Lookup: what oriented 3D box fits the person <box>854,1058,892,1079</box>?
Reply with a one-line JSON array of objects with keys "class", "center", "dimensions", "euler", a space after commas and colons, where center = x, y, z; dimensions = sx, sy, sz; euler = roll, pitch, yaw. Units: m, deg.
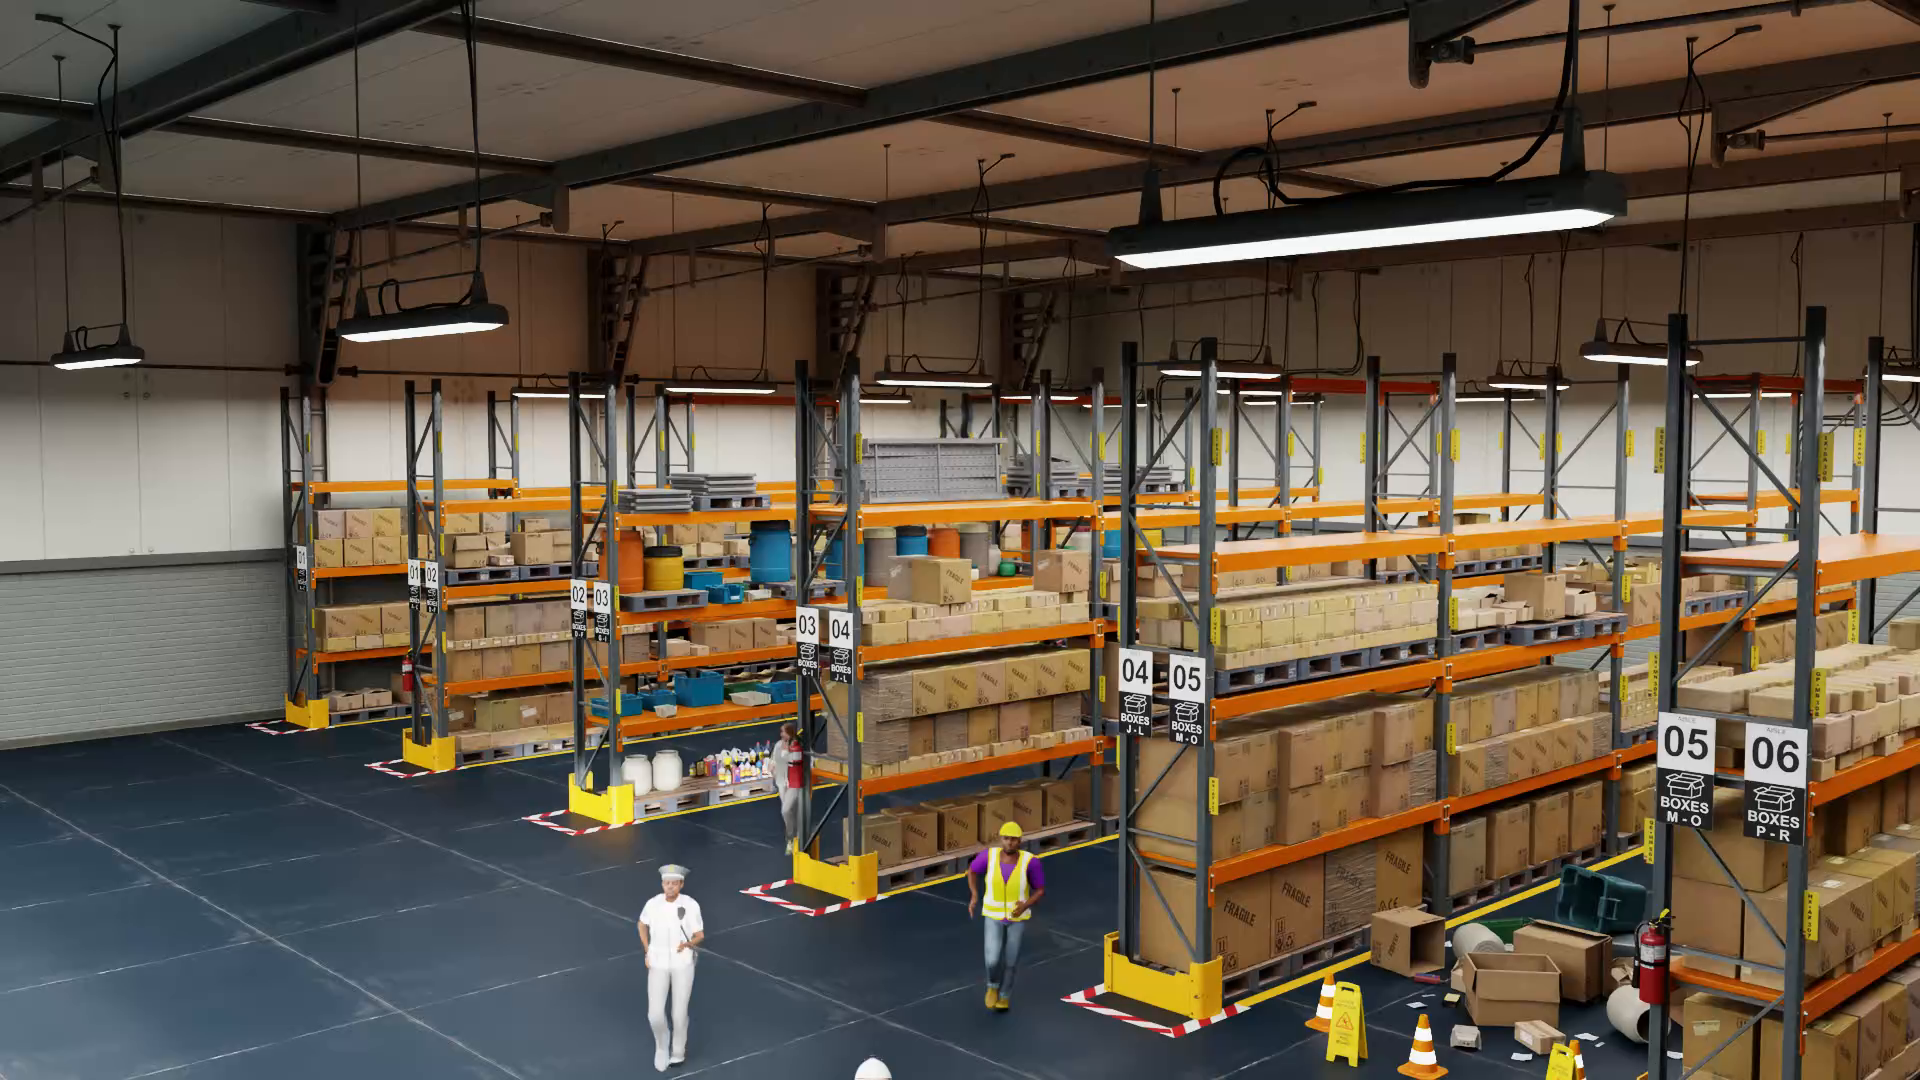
[{"class": "person", "center": [-0.460, 3.688, 8.925], "dimensions": [0.638, 1.840, 0.774], "euler": [0, 4, -1]}]

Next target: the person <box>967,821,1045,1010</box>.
[{"class": "person", "center": [0.404, 3.349, 14.782], "dimensions": [0.704, 1.723, 0.590], "euler": [0, 4, 4]}]

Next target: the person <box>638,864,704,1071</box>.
[{"class": "person", "center": [-2.349, 3.467, 13.450], "dimensions": [0.558, 1.698, 0.619], "euler": [0, 4, -4]}]

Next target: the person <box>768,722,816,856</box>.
[{"class": "person", "center": [-2.106, 3.059, 20.536], "dimensions": [0.513, 1.634, 0.702], "euler": [2, 4, 31]}]

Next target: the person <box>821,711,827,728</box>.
[{"class": "person", "center": [-1.971, 2.545, 27.424], "dimensions": [0.613, 1.814, 0.909], "euler": [2, 4, 32]}]
